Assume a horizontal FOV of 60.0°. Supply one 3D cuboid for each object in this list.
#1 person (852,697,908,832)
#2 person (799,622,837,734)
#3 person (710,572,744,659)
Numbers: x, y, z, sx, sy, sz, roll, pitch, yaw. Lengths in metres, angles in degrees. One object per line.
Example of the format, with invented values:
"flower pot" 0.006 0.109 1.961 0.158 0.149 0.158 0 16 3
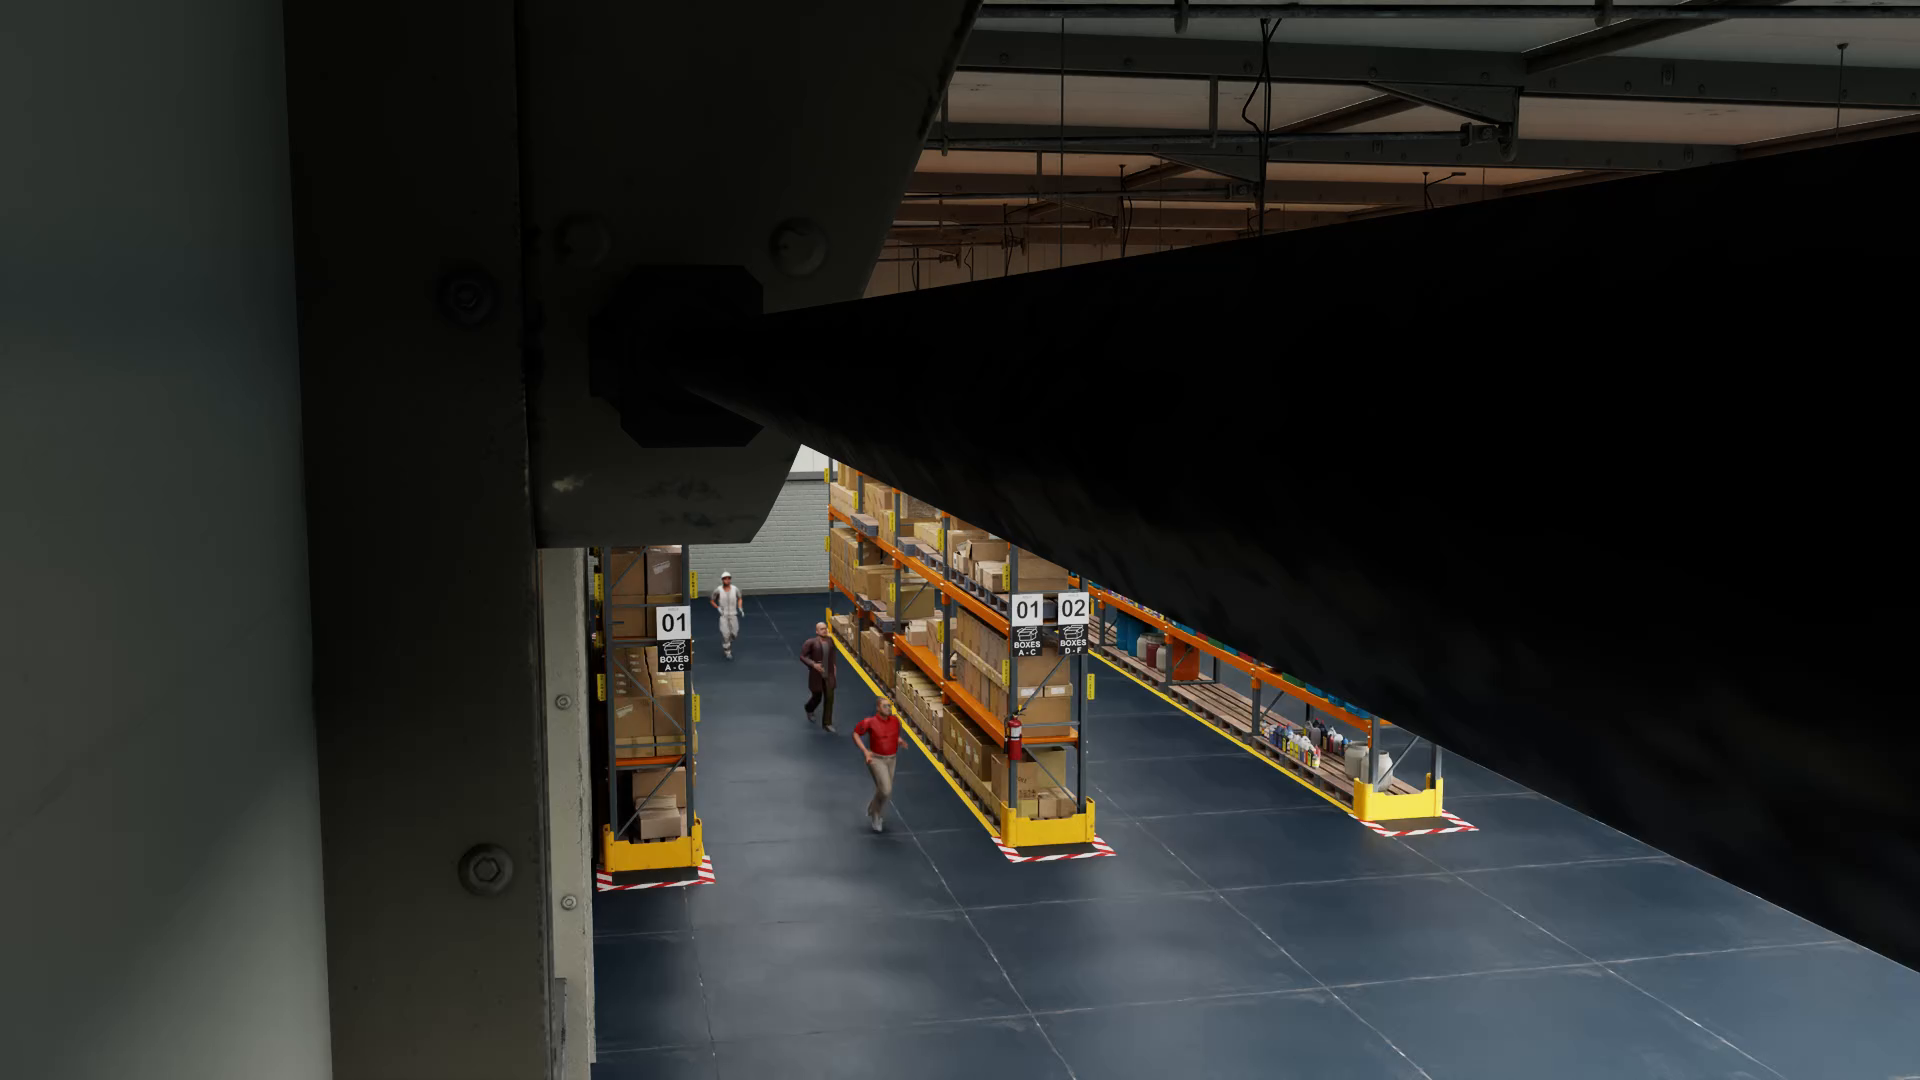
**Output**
"person" -0.997 2.929 21.677 0.634 1.760 0.735 -6 9 -42
"person" -2.296 2.224 27.268 0.712 1.776 0.954 -4 8 -27
"person" -4.677 1.511 33.402 0.657 1.741 0.600 -2 7 -19
